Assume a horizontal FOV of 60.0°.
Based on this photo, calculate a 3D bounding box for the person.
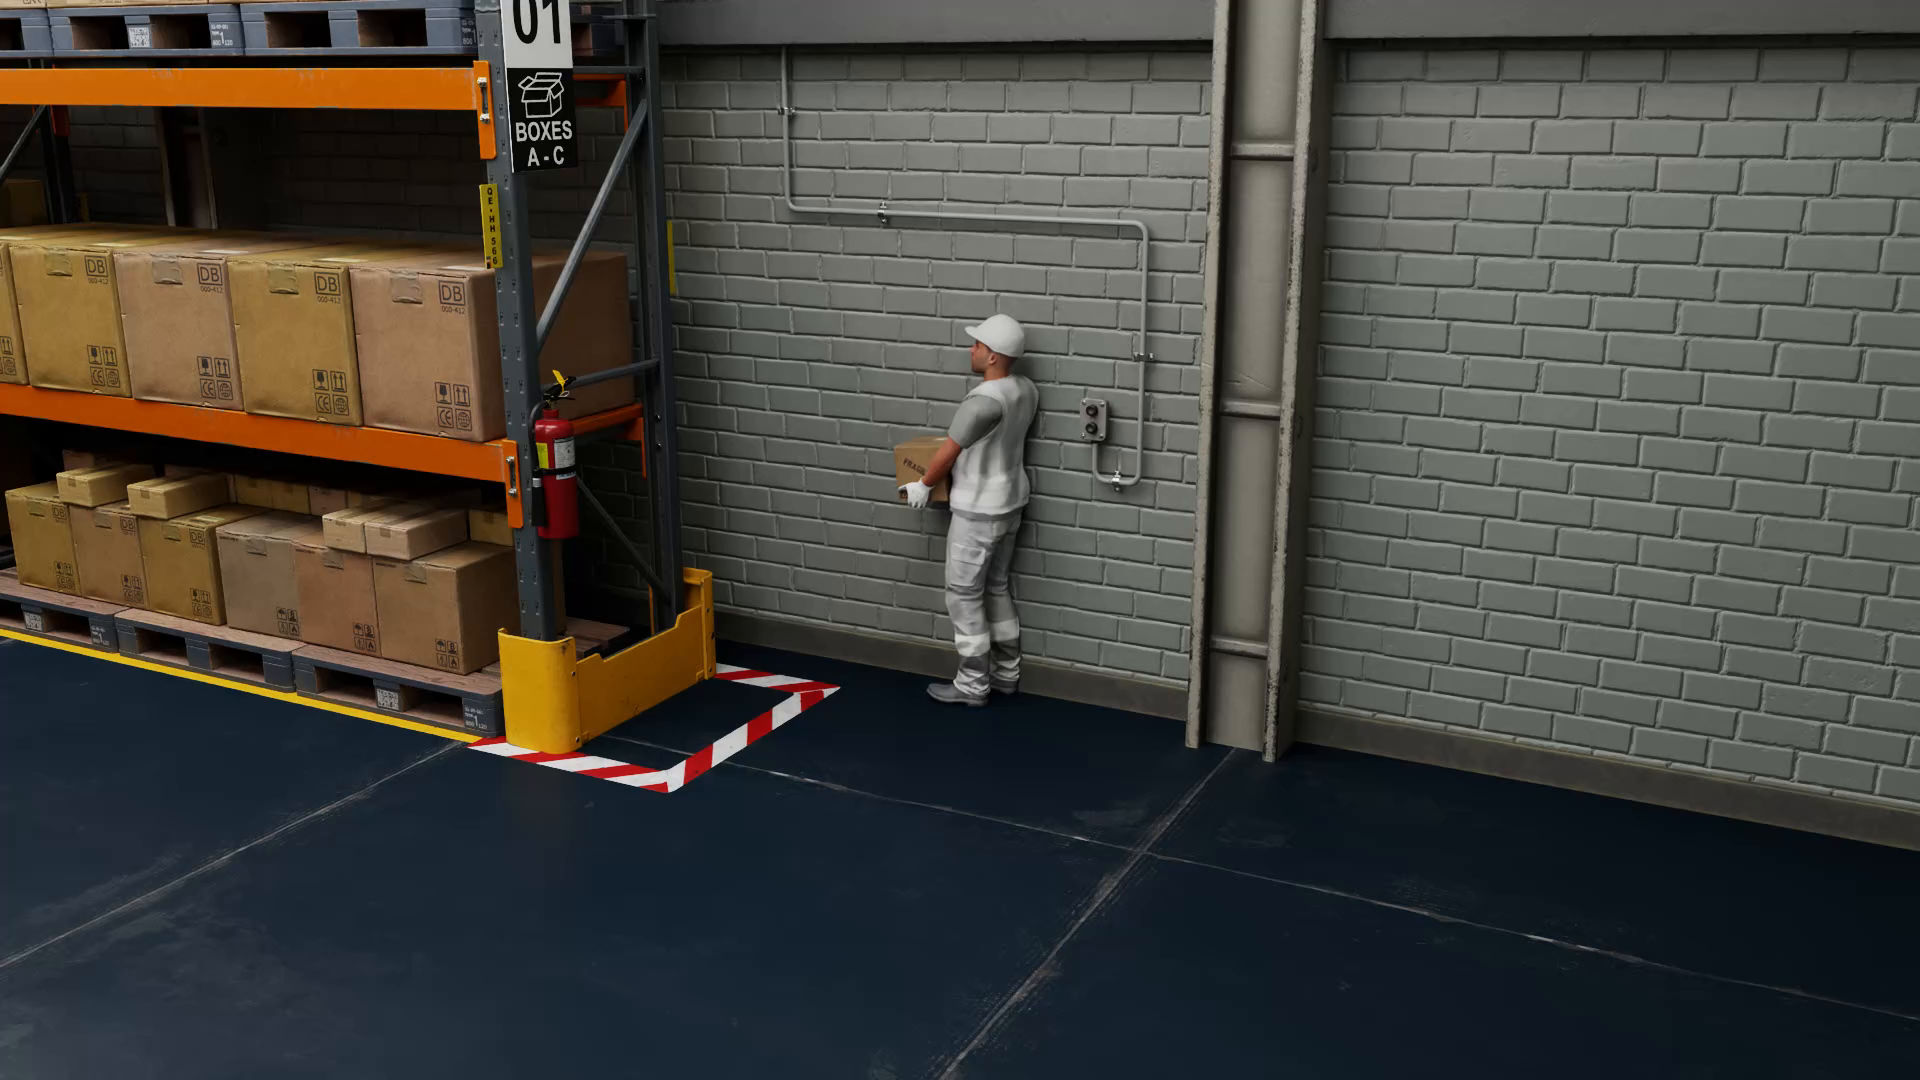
[{"bbox_3d":[0.027,-0.136,7.481,0.572,1.782,0.493,8,18,27],"label":"person"}]
